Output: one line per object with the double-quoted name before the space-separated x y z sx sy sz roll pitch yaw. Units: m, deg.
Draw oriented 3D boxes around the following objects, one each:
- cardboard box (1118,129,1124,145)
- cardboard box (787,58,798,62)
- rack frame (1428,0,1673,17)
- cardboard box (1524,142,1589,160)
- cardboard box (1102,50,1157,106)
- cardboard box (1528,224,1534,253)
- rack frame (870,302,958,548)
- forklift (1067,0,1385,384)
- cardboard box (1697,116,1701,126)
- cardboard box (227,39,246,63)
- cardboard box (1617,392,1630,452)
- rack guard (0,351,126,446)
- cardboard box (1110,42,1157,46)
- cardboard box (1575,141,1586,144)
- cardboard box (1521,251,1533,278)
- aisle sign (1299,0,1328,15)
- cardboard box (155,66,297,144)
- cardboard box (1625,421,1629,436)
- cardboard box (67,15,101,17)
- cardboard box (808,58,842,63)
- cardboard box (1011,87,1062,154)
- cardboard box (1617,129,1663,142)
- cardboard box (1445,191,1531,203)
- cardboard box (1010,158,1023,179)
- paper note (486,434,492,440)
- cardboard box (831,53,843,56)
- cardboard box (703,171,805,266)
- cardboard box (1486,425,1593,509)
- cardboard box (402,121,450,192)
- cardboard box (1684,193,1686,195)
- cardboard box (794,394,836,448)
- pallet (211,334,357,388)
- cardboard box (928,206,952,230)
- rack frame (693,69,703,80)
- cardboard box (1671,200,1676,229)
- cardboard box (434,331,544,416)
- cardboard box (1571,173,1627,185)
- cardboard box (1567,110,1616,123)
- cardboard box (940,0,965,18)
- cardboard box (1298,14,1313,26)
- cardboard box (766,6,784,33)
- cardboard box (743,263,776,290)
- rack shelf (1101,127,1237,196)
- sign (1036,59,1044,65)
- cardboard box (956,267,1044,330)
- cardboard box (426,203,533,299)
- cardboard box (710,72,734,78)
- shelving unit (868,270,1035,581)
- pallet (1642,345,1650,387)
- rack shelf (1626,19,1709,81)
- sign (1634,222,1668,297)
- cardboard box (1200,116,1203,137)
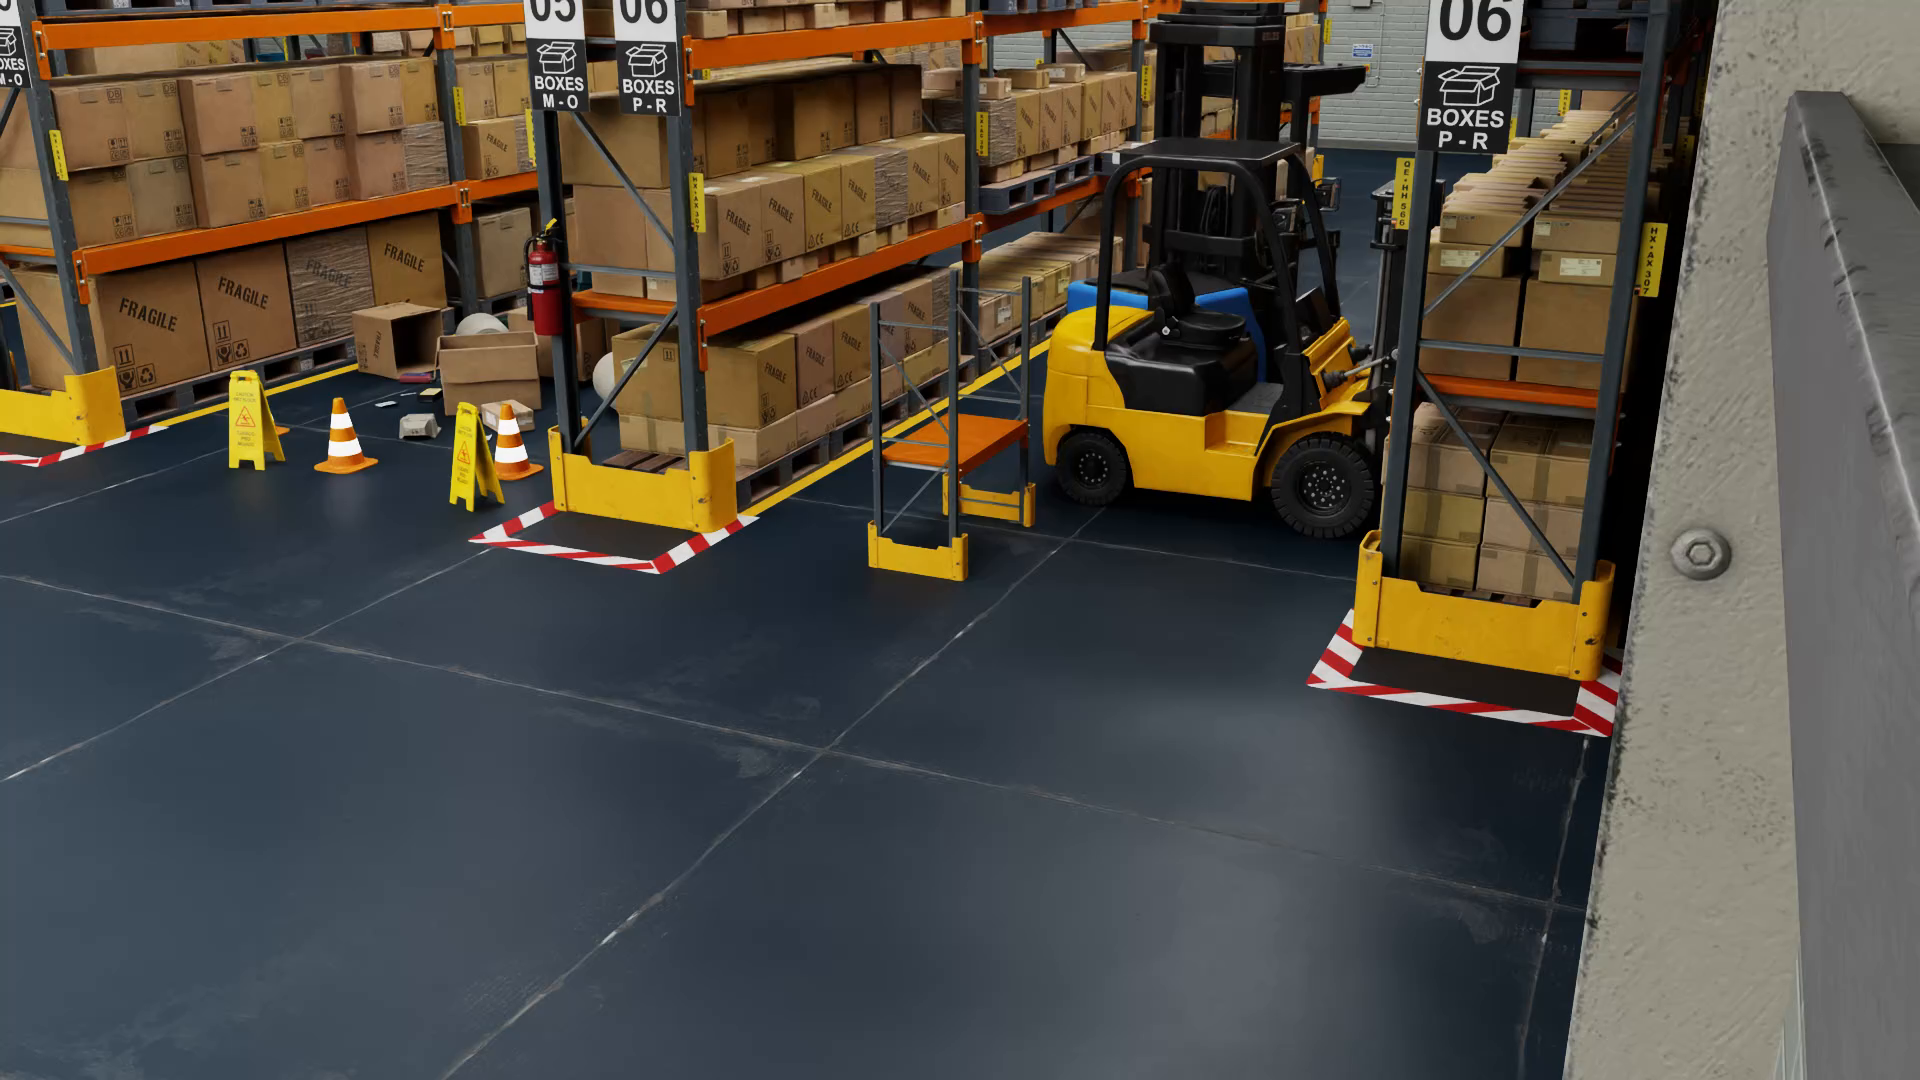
"cardboard box" 1.343 -3.857 15.885 0.380 0.149 0.250 9 21 24
"cardboard box" -2.302 -6.089 21.274 0.380 0.149 0.250 9 22 24
"rack frame" 2.561 -3.703 6.750 1.000 3.000 0.127 9 21 23
"cardboard box" 3.789 -2.440 10.592 0.380 0.149 0.250 9 21 24
"cardboard box" 1.732 -4.637 16.689 0.500 0.500 0.500 8 21 21
"cardboard box" 2.799 -1.601 8.675 0.380 0.149 0.250 8 21 22
"rack frame" -0.243 -0.525 9.007 0.500 1.500 0.032 9 21 23
"forklift" 2.169 -2.390 12.114 3.031 2.935 1.130 -17 26 -39
"cardboard box" 7.924 -4.728 18.367 0.500 0.250 0.500 8 21 22
"cardboard box" -13.430 -9.040 30.563 0.500 0.500 0.500 9 22 24
"cardboard box" 3.782 -0.746 10.120 0.500 0.250 0.500 8 21 22
"rack guard" -6.536 -1.019 11.888 1.175 0.500 0.348 9 21 23
"cardboard box" 1.906 -5.176 18.206 0.500 0.500 0.500 8 21 22
"cardboard box" 4.360 -2.834 12.144 0.380 0.149 0.250 8 21 21
"cardboard box" 2.744 -1.267 8.705 0.500 0.500 0.500 9 22 24
"aisle sign" 4.895 -7.651 22.927 0.394 0.787 0.004 9 21 23
"cardboard box" -5.747 -3.405 13.031 0.875 0.550 0.500 9 21 23
"cardboard box" 4.184 -0.825 11.089 0.500 0.250 0.500 9 21 23
"cardboard box" -14.683 -8.568 27.743 0.500 0.500 0.500 9 22 24
"cardboard box" -1.708 -6.001 21.025 0.380 0.149 0.250 8 21 21
"cardboard box" 0.542 -3.570 14.111 0.500 0.500 0.500 8 21 22
"cardboard box" 5.277 -3.075 12.822 0.380 0.149 0.250 9 22 24
"cardboard box" 2.670 -1.671 8.429 0.380 0.149 0.250 9 22 24
"cardboard box" 0.294 -3.059 13.642 0.380 0.149 0.250 9 21 24
"paper note" -3.398 -0.719 11.745 0.148 0.019 0.142 1 20 4
"cardboard box" -1.667 -6.712 22.079 0.500 0.500 0.500 8 21 21
"cardboard box" -1.313 -2.009 10.347 0.500 0.500 0.500 9 22 24
"cardboard box" 2.930 -0.370 8.318 0.500 0.250 0.500 8 21 22
"cardboard box" -5.029 -3.383 14.582 0.875 0.550 0.550 9 21 23
"cardboard box" 7.392 -3.561 17.442 0.380 0.149 0.250 9 21 23
"cardboard box" -1.171 -0.822 11.080 0.500 0.250 0.500 9 22 25
"pallet" -5.770 -1.517 13.720 1.003 0.211 1.213 9 21 23
"cardboard box" -0.281 -2.443 12.537 0.380 0.149 0.250 9 22 24
"rack frame" -3.251 -4.650 18.367 1.000 3.000 0.127 9 21 23
"cardboard box" 5.059 -2.454 12.417 0.500 0.250 0.500 9 21 23
"cardboard box" -3.560 -1.264 12.572 0.797 0.503 0.637 -5 20 -15
"cardboard box" 3.553 -1.911 9.105 0.380 0.149 0.250 9 21 23
"cardboard box" 5.437 -3.617 14.346 0.380 0.149 0.250 9 22 24
"cardboard box" -0.182 -3.935 12.256 0.380 0.149 0.250 9 21 23
"cardboard box" 4.507 -6.962 22.260 0.380 0.149 0.250 8 21 22
"cardboard box" -1.293 -3.156 10.064 0.380 0.149 0.250 8 21 22
"cardboard box" -1.368 -1.662 10.341 0.380 0.149 0.250 8 21 21
"rack shelf" 2.126 -4.274 18.384 1.077 0.370 4.000 9 21 23
"sign" 0.799 -4.622 16.561 0.100 0.325 0.005 9 21 23
"cardboard box" 0.173 -2.119 14.547 0.950 0.372 0.625 10 22 26
"cardboard box" -4.716 -2.767 15.803 1.050 0.750 0.750 8 21 22
"cardboard box" -2.777 -5.207 18.793 0.380 0.149 0.250 8 21 21
"shelving unit" -0.031 -0.683 9.452 0.587 1.500 1.083 9 21 23
"pallet" 4.963 -1.390 13.362 1.003 0.211 1.213 9 21 23
"rack shelf" 5.018 -3.785 12.531 1.077 0.370 4.000 9 21 23
"sign" 3.065 -1.243 7.378 0.100 0.325 0.005 9 21 23
"cardboard box" 2.350 -4.516 18.215 0.500 0.250 0.500 9 21 23
